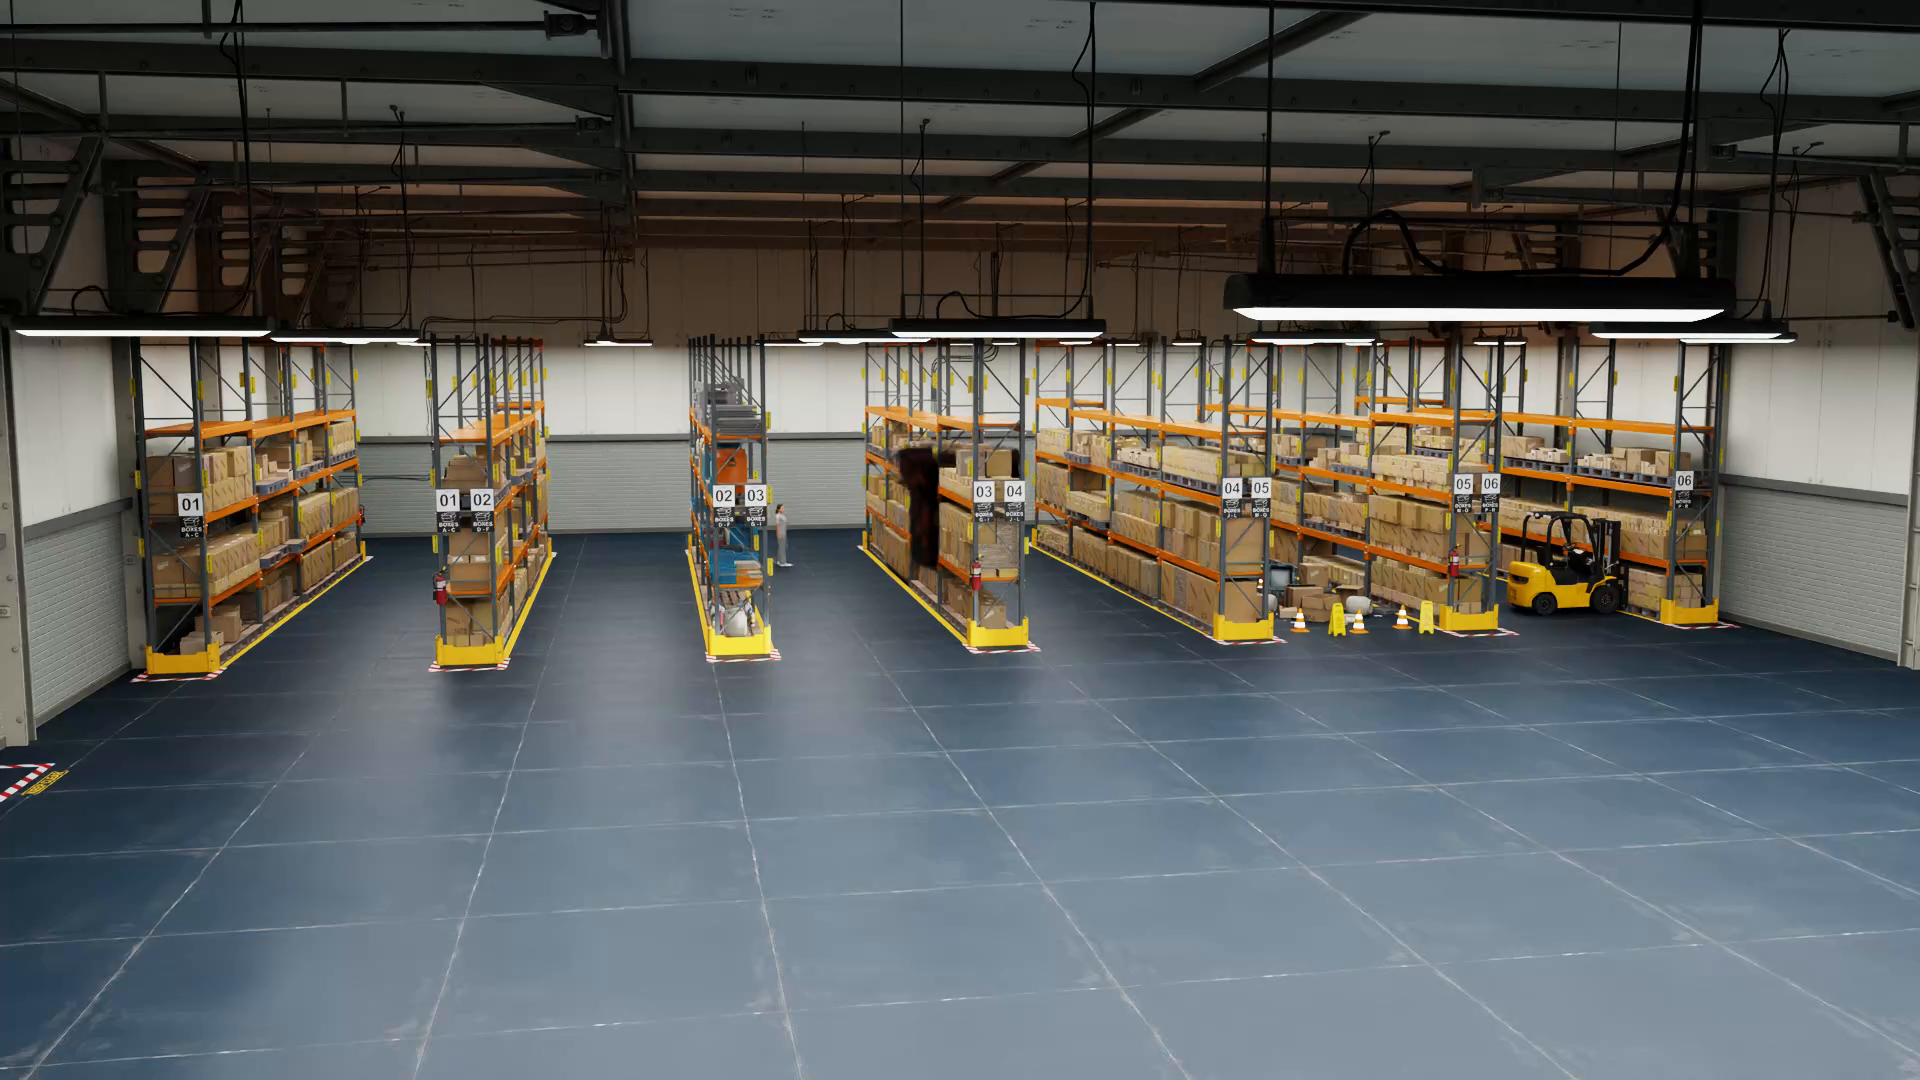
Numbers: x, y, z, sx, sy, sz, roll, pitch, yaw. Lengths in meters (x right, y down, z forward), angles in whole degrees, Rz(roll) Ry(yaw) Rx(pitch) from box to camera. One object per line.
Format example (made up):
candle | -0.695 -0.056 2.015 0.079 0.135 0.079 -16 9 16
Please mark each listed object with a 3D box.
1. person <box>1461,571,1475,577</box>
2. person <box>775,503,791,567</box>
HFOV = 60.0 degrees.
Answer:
person | 11.804 0.435 38.598 0.461 1.772 0.584 5 8 35
person | -4.670 -0.108 43.941 0.432 1.727 0.514 0 7 4
